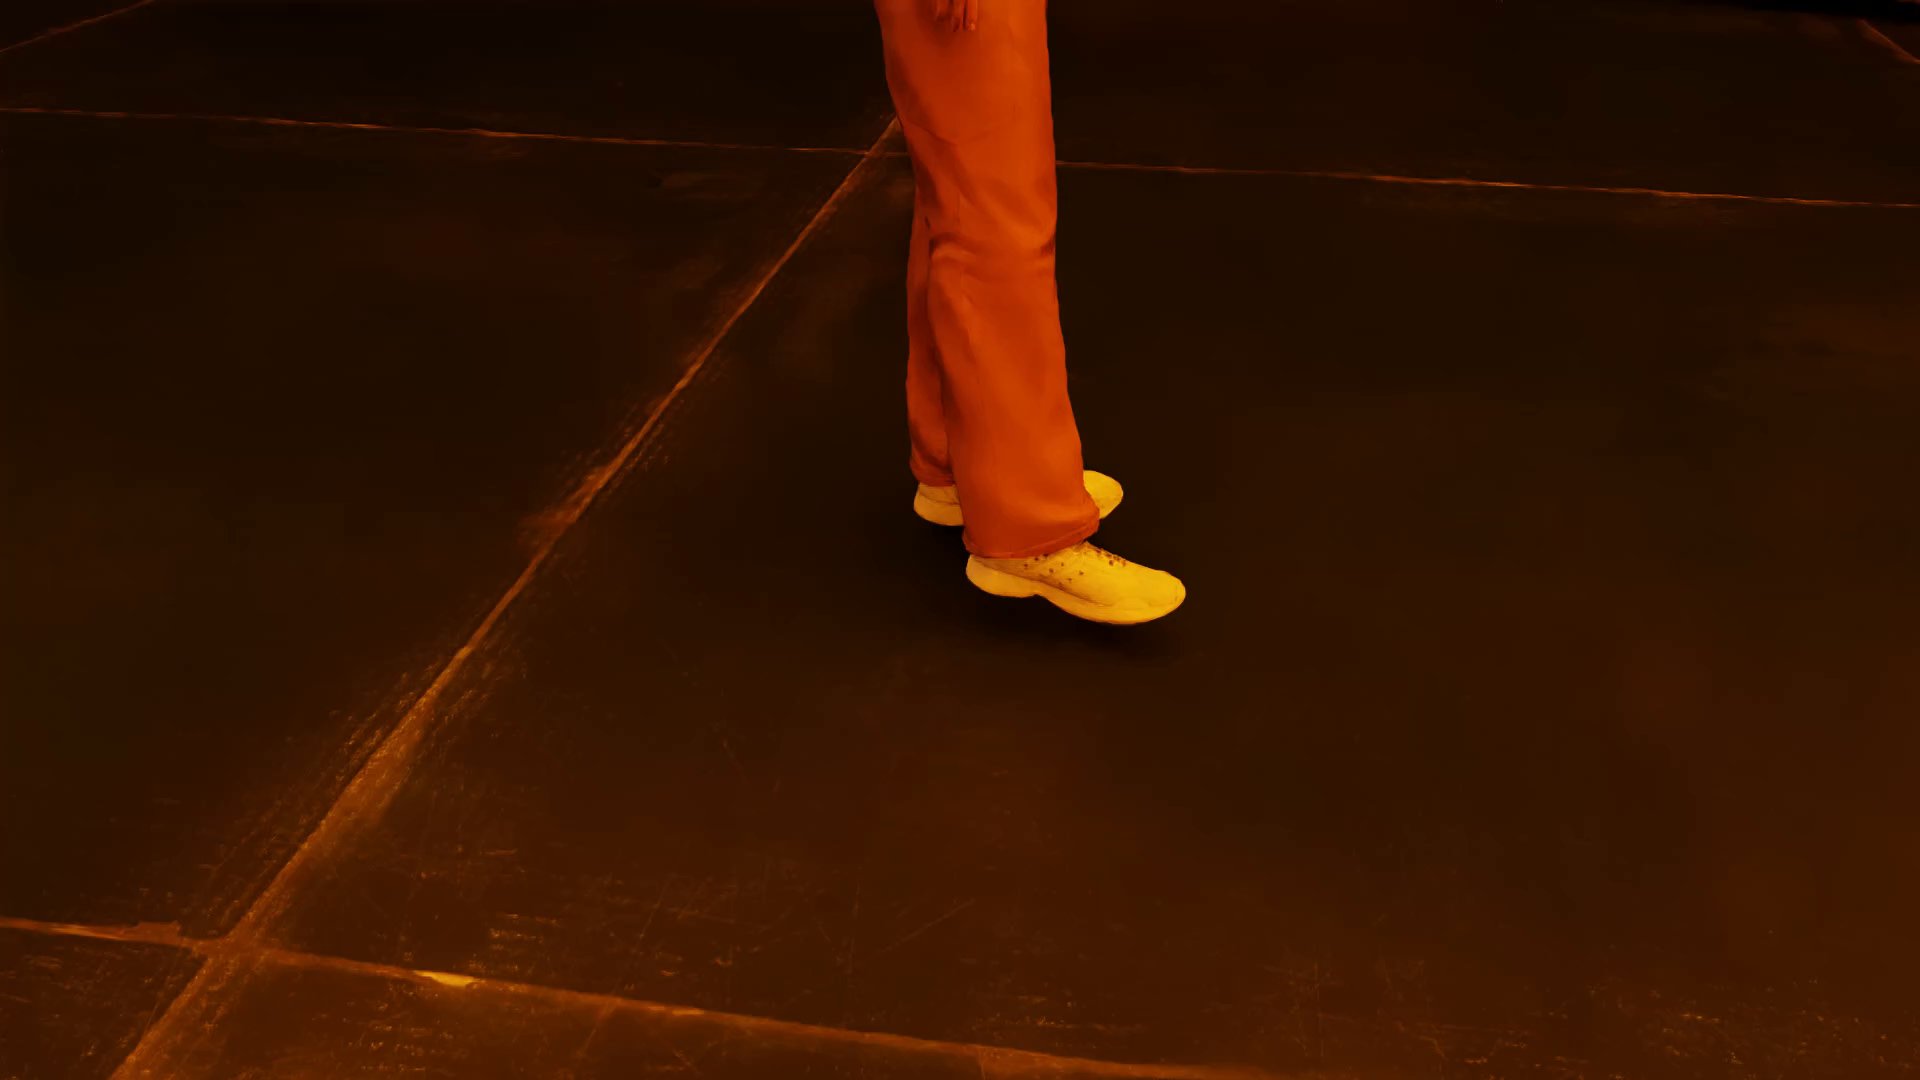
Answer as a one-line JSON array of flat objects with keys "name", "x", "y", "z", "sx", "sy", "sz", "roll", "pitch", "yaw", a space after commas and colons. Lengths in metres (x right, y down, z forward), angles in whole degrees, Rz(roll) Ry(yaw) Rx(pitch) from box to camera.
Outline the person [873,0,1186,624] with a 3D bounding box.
[{"name": "person", "x": 0.070, "y": -0.762, "z": 2.050, "sx": 0.549, "sy": 1.673, "sz": 0.554, "roll": 5, "pitch": 29, "yaw": 9}]
